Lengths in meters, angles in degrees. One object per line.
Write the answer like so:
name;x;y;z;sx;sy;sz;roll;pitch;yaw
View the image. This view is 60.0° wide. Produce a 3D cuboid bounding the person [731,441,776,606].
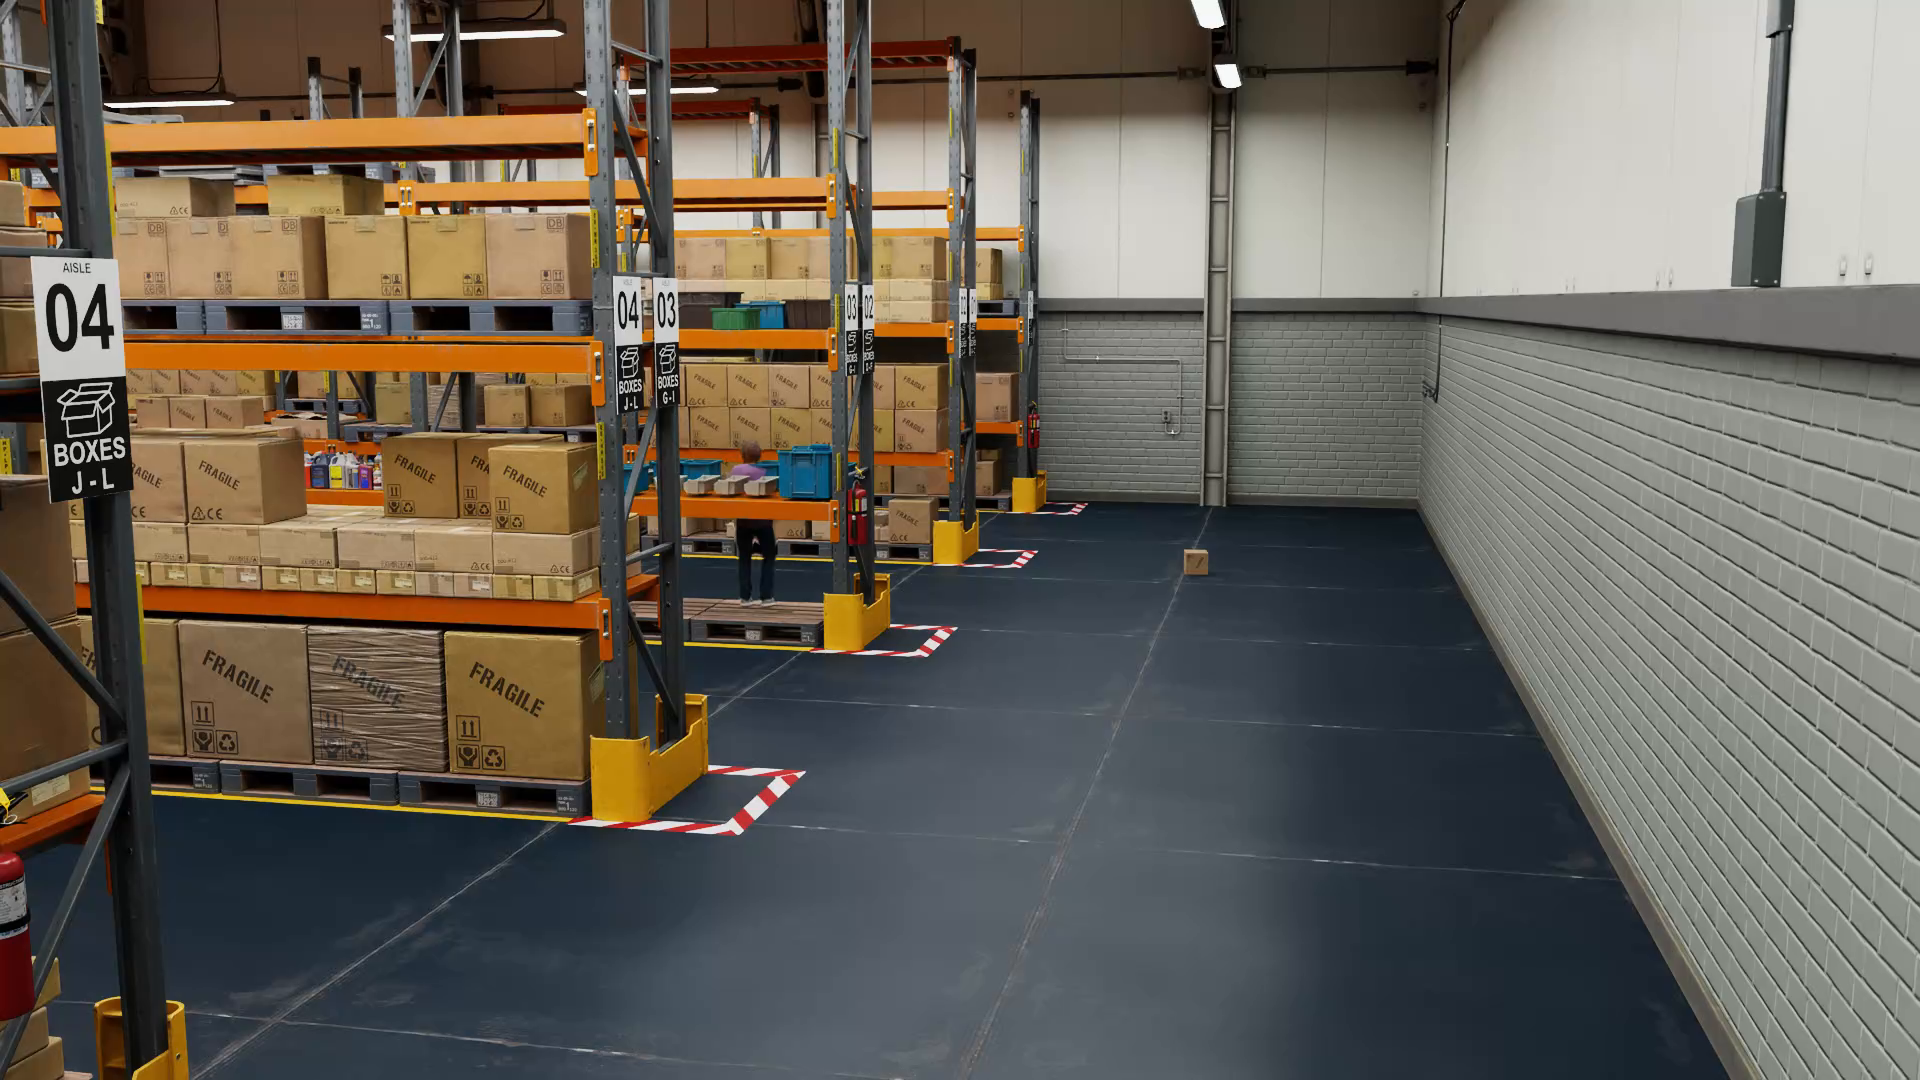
person;-1.939;-0.148;15.584;0.430;1.561;0.421;1;8;7
